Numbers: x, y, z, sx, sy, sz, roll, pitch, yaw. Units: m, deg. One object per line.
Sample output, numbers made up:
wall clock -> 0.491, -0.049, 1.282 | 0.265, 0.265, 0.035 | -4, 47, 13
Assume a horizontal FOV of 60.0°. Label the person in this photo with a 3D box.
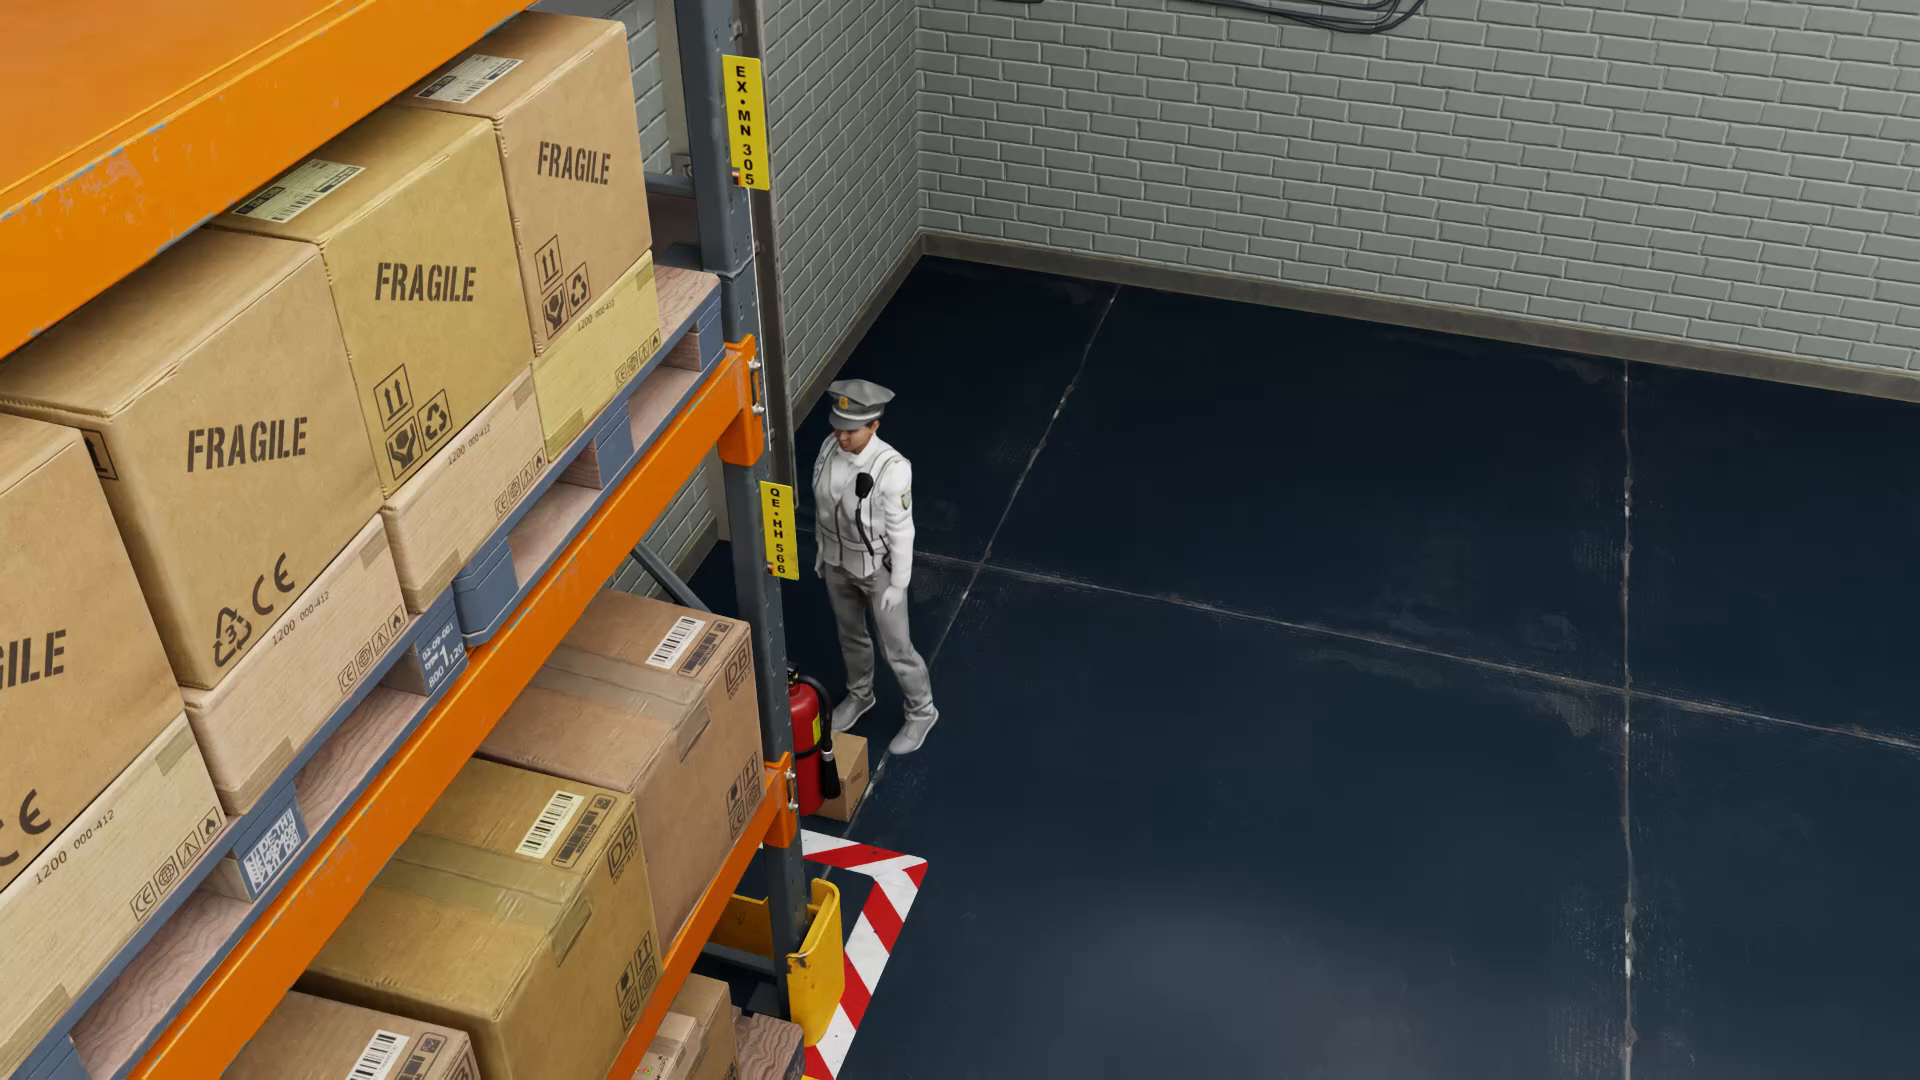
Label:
person -> -0.392, 0.122, 6.718 | 0.544, 1.715, 0.362 | 24, 43, 28
